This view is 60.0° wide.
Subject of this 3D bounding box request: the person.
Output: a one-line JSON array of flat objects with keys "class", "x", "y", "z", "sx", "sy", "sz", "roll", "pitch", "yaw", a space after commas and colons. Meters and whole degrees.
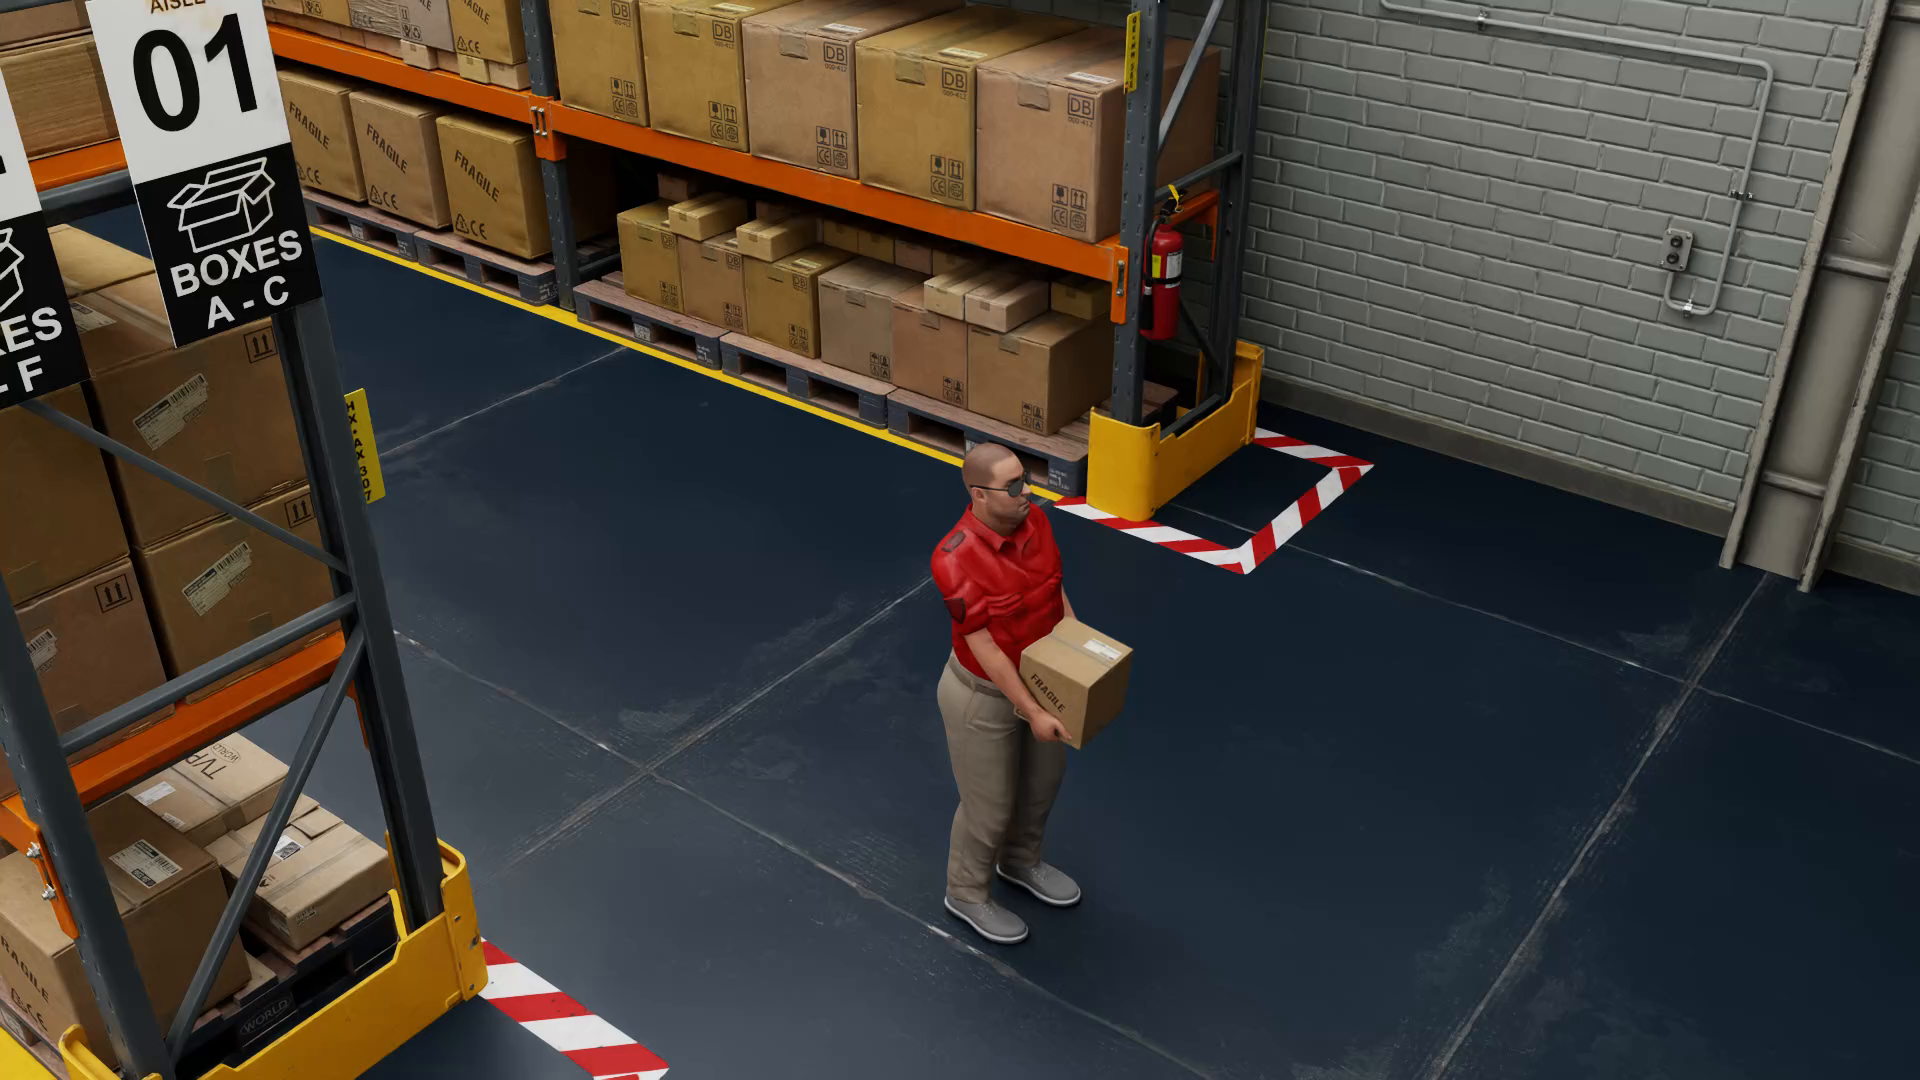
[{"class": "person", "x": 0.219, "y": 0.511, "z": 5.299, "sx": 0.530, "sy": 1.712, "sz": 0.493, "roll": 21, "pitch": 37, "yaw": 31}]
